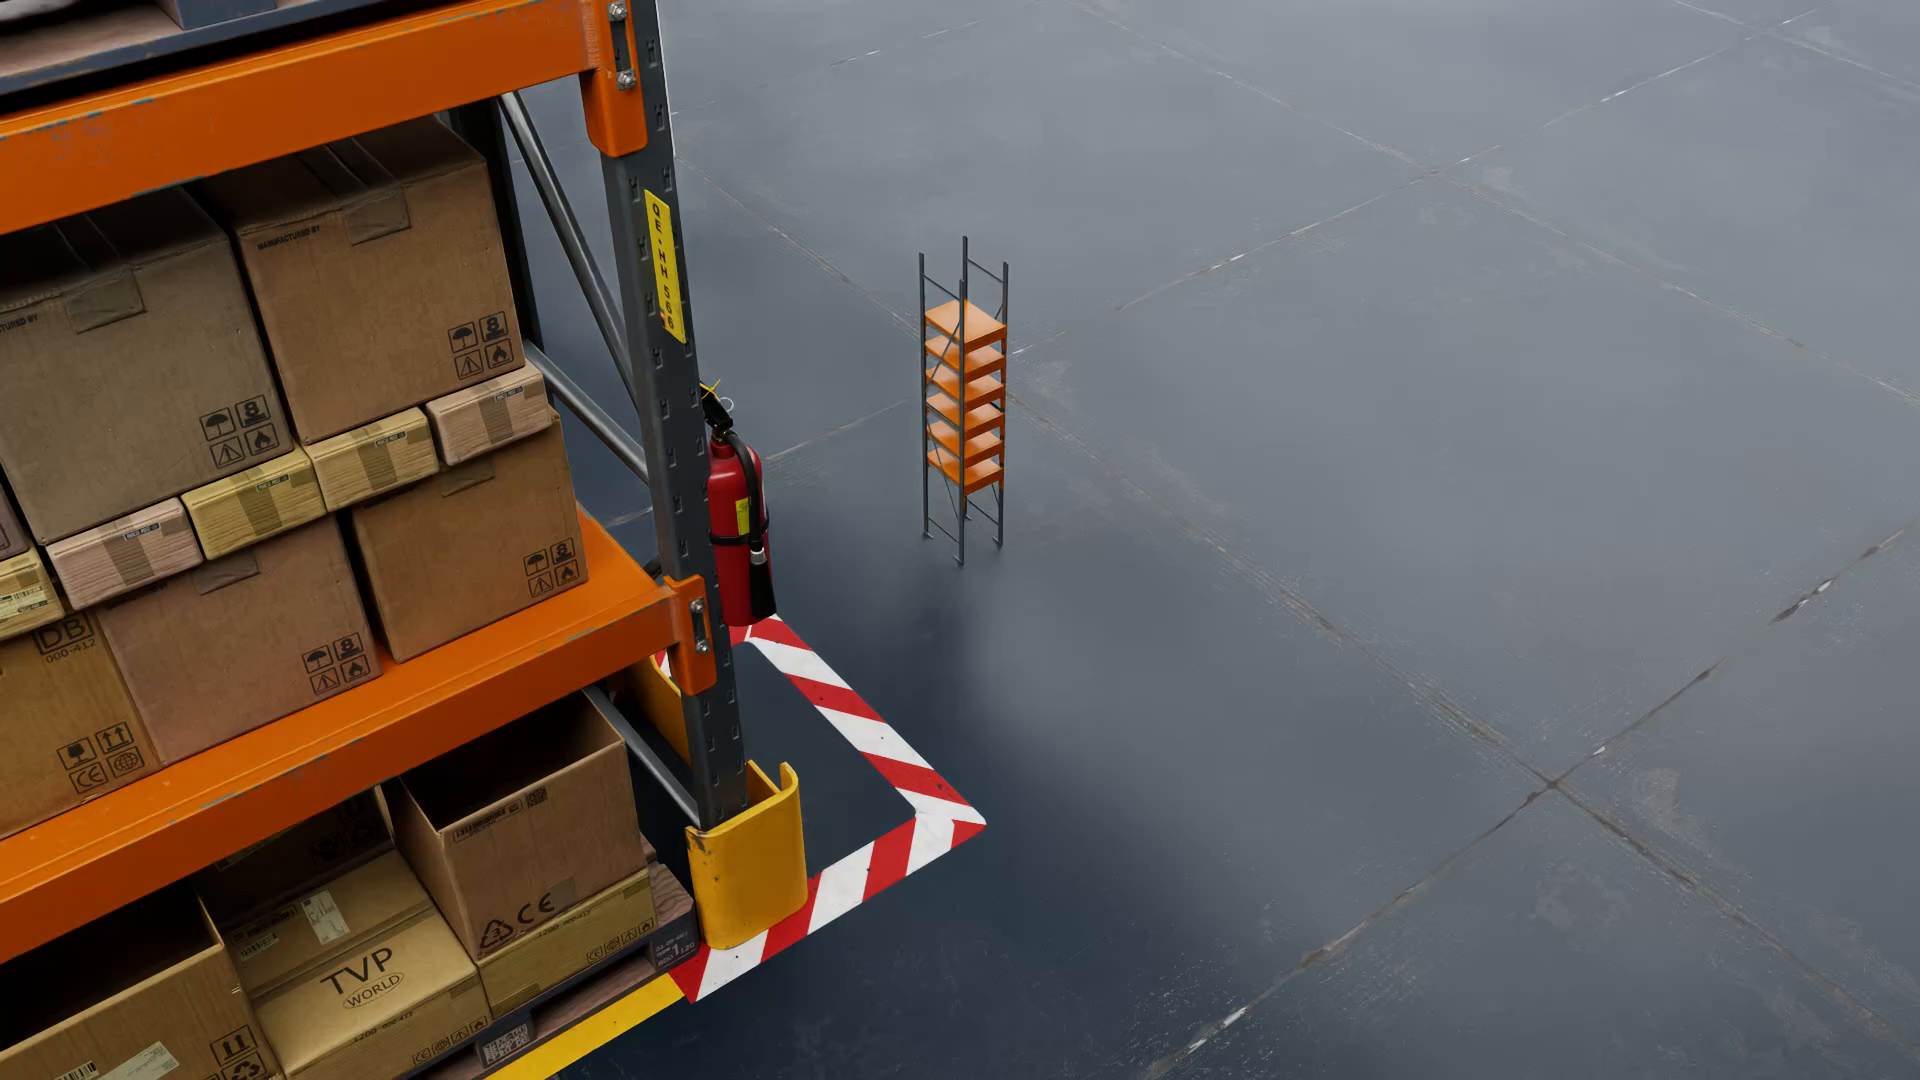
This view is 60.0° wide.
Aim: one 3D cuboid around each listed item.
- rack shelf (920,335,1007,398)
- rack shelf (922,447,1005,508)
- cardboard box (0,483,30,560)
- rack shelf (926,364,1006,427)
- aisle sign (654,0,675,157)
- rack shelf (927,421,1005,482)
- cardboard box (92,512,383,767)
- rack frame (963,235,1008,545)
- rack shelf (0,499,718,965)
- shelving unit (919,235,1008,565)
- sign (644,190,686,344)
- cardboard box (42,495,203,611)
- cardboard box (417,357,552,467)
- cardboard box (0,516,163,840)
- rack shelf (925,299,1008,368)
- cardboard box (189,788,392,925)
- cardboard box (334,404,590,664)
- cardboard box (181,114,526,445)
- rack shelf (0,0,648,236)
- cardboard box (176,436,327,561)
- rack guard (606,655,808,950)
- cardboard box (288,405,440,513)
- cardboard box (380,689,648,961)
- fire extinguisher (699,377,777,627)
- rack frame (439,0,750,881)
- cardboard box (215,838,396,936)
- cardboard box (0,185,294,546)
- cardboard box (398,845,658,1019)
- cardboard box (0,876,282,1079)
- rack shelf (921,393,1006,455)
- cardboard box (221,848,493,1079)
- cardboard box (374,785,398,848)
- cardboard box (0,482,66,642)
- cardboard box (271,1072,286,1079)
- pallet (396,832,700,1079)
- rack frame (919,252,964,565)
[{"bbox_3d":[0.011,-0.621,5.752,0.180,0.103,0.258,-26,46,-28],"label":"rack shelf"},{"bbox_3d":[0.011,-0.250,6.057,0.180,0.103,0.258,-26,46,-28],"label":"rack shelf"},{"bbox_3d":[-2.170,-0.253,3.091,0.500,0.500,0.700,-26,46,-28],"label":"cardboard box"},{"bbox_3d":[0.011,-0.528,5.828,0.180,0.103,0.258,-26,46,-28],"label":"rack shelf"},{"bbox_3d":[-0.706,-1.191,3.287,0.004,0.787,0.394,-26,46,-28],"label":"aisle sign"},{"bbox_3d":[0.011,-0.342,5.981,0.180,0.103,0.258,-26,46,-28],"label":"rack shelf"},{"bbox_3d":[-1.729,0.033,3.766,0.500,0.500,0.700,-25,45,-27],"label":"cardboard box"},{"bbox_3d":[0.084,-0.505,5.919,0.006,1.200,0.240,-26,46,-28],"label":"rack frame"},{"bbox_3d":[-2.523,0.743,3.546,4.000,0.370,1.077,-26,46,-28],"label":"rack shelf"},{"bbox_3d":[0.011,-0.469,5.876,0.189,1.200,0.258,-26,46,-28],"label":"shelving unit"},{"bbox_3d":[-0.618,-0.569,3.479,0.005,0.325,0.100,-26,46,-28],"label":"sign"},{"bbox_3d":[-1.734,-0.057,3.364,0.250,0.149,0.380,-25,46,-28],"label":"cardboard box"},{"bbox_3d":[-1.124,-0.354,3.726,0.250,0.149,0.380,-27,46,-29],"label":"cardboard box"},{"bbox_3d":[-2.126,0.222,3.536,0.500,0.500,0.700,-26,46,-28],"label":"cardboard box"},{"bbox_3d":[0.011,-0.713,5.676,0.180,0.103,0.258,-26,46,-28],"label":"rack shelf"},{"bbox_3d":[-1.893,0.592,4.408,0.500,0.500,0.500,-26,46,-28],"label":"cardboard box"},{"bbox_3d":[-1.315,-0.173,4.017,0.500,0.500,0.700,-26,46,-28],"label":"cardboard box"},{"bbox_3d":[-1.357,-0.654,3.580,0.500,0.500,0.700,-26,46,-28],"label":"cardboard box"},{"bbox_3d":[-2.523,-0.417,2.595,4.000,0.370,1.077,-26,46,-28],"label":"rack shelf"},{"bbox_3d":[-1.533,-0.153,3.481,0.250,0.149,0.380,-27,46,-29],"label":"cardboard box"},{"bbox_3d":[-0.918,0.649,5.065,0.348,0.500,1.175,-26,46,-28],"label":"rack guard"},{"bbox_3d":[-1.331,-0.252,3.602,0.250,0.149,0.380,-25,45,-27],"label":"cardboard box"},{"bbox_3d":[-1.181,0.660,4.326,0.500,0.500,0.500,-26,46,-28],"label":"cardboard box"},{"bbox_3d":[-0.560,-0.090,4.056,0.183,0.674,0.296,-26,46,-28],"label":"fire extinguisher"},{"bbox_3d":[-0.937,-0.308,4.260,0.127,3.000,1.000,-26,46,-28],"label":"rack frame"},{"bbox_3d":[-1.892,0.883,4.645,0.500,0.250,0.500,-26,46,-28],"label":"cardboard box"},{"bbox_3d":[-1.771,-0.448,3.329,0.500,0.500,0.700,-27,47,-29],"label":"cardboard box"},{"bbox_3d":[-1.182,0.949,4.565,0.500,0.250,0.500,-26,46,-28],"label":"cardboard box"},{"bbox_3d":[-1.965,1.054,3.846,0.500,0.500,0.500,-26,46,-28],"label":"cardboard box"},{"bbox_3d":[0.011,-0.435,5.904,0.180,0.103,0.258,-26,46,-28],"label":"rack shelf"},{"bbox_3d":[-1.571,1.148,4.323,0.500,0.250,0.500,-26,46,-28],"label":"cardboard box"},{"bbox_3d":[-1.498,0.688,4.883,0.500,0.250,0.500,-26,46,-28],"label":"cardboard box"},{"bbox_3d":[-1.942,0.045,3.240,0.250,0.149,0.380,-25,45,-27],"label":"cardboard box"},{"bbox_3d":[-1.967,1.342,4.086,0.500,0.250,0.500,-26,46,-28],"label":"cardboard box"},{"bbox_3d":[-1.518,1.087,4.759,1.213,0.211,1.003,-26,46,-28],"label":"pallet"},{"bbox_3d":[-0.061,-0.434,5.833,0.006,1.200,0.240,-26,46,-28],"label":"rack frame"}]
